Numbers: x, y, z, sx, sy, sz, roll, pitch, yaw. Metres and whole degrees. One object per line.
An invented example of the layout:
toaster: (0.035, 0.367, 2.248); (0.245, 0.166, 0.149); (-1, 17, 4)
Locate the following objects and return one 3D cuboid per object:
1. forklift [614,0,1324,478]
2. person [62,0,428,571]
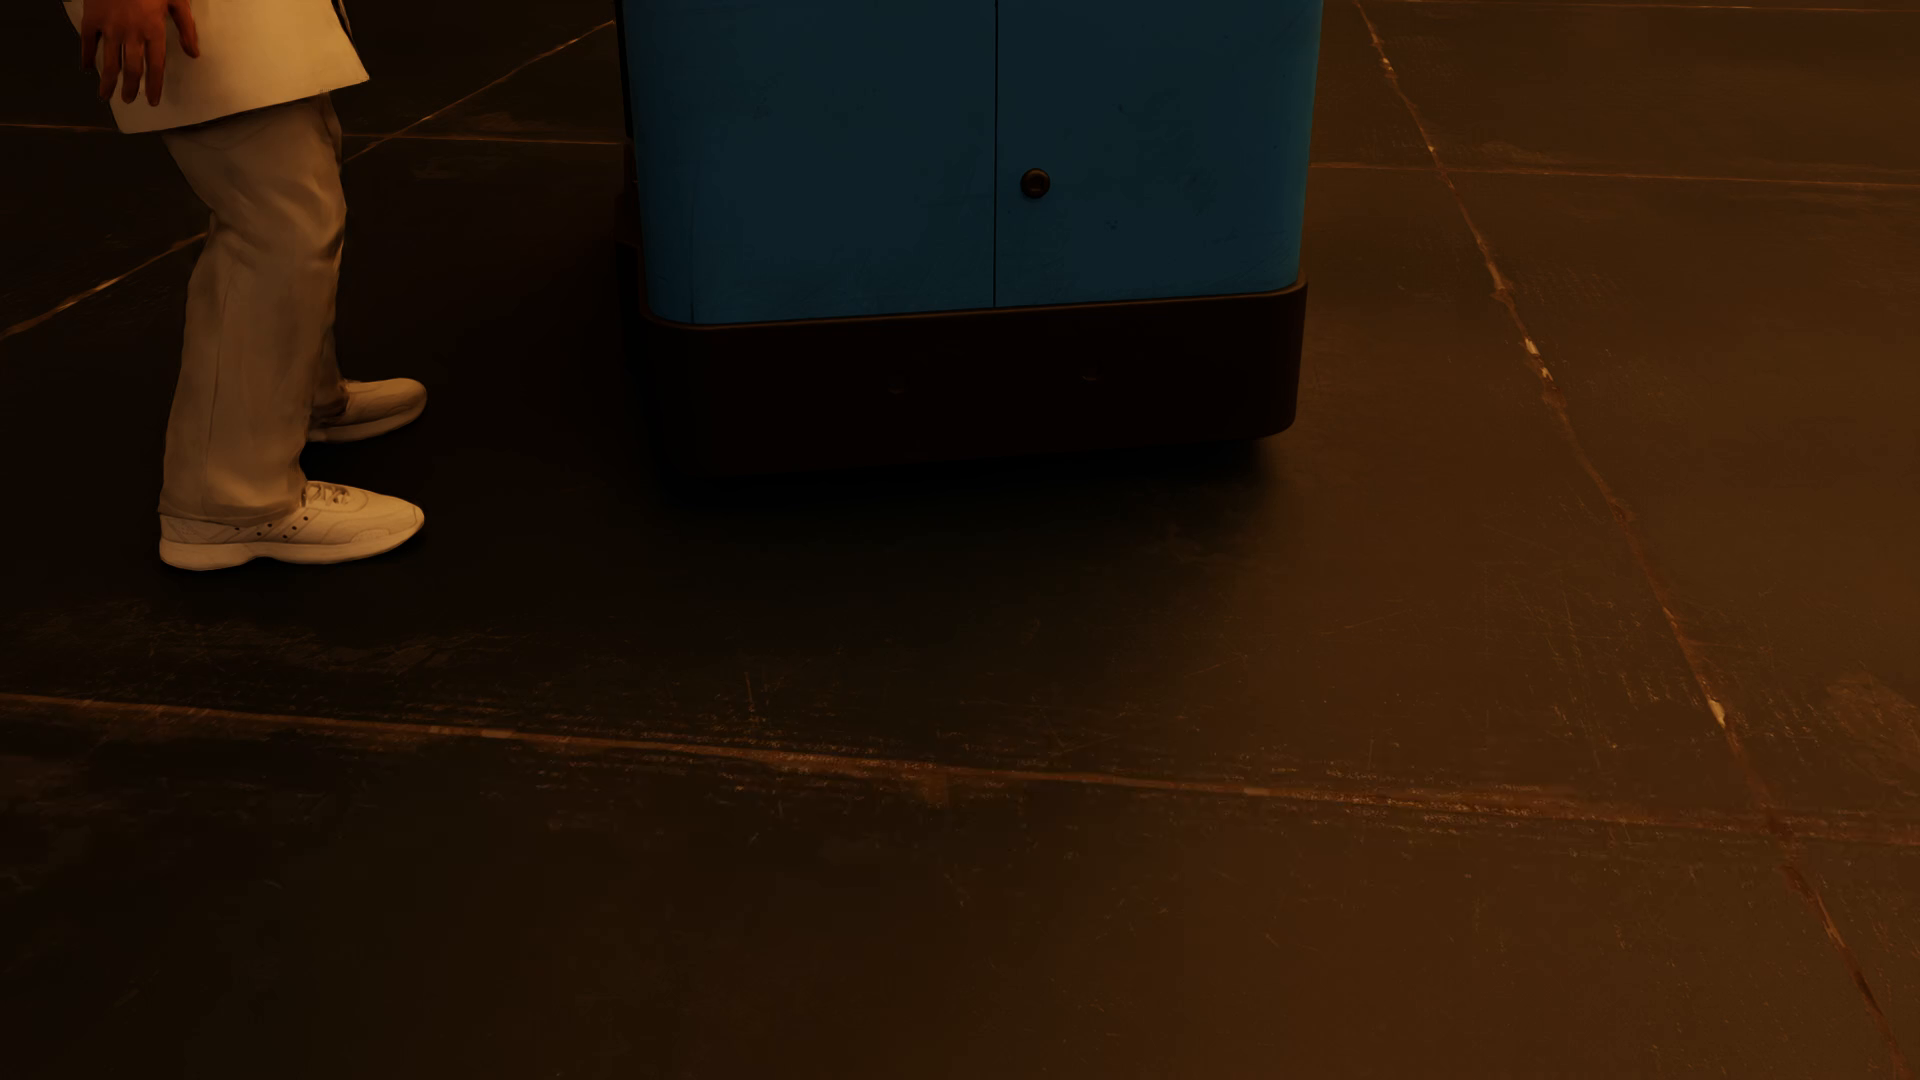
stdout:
forklift: (-0.218, -2.040, 3.306); (1.130, 2.935, 3.031); (-5, 27, -9)
person: (-1.001, -0.824, 2.191); (0.392, 1.754, 0.824); (-5, 27, -11)
